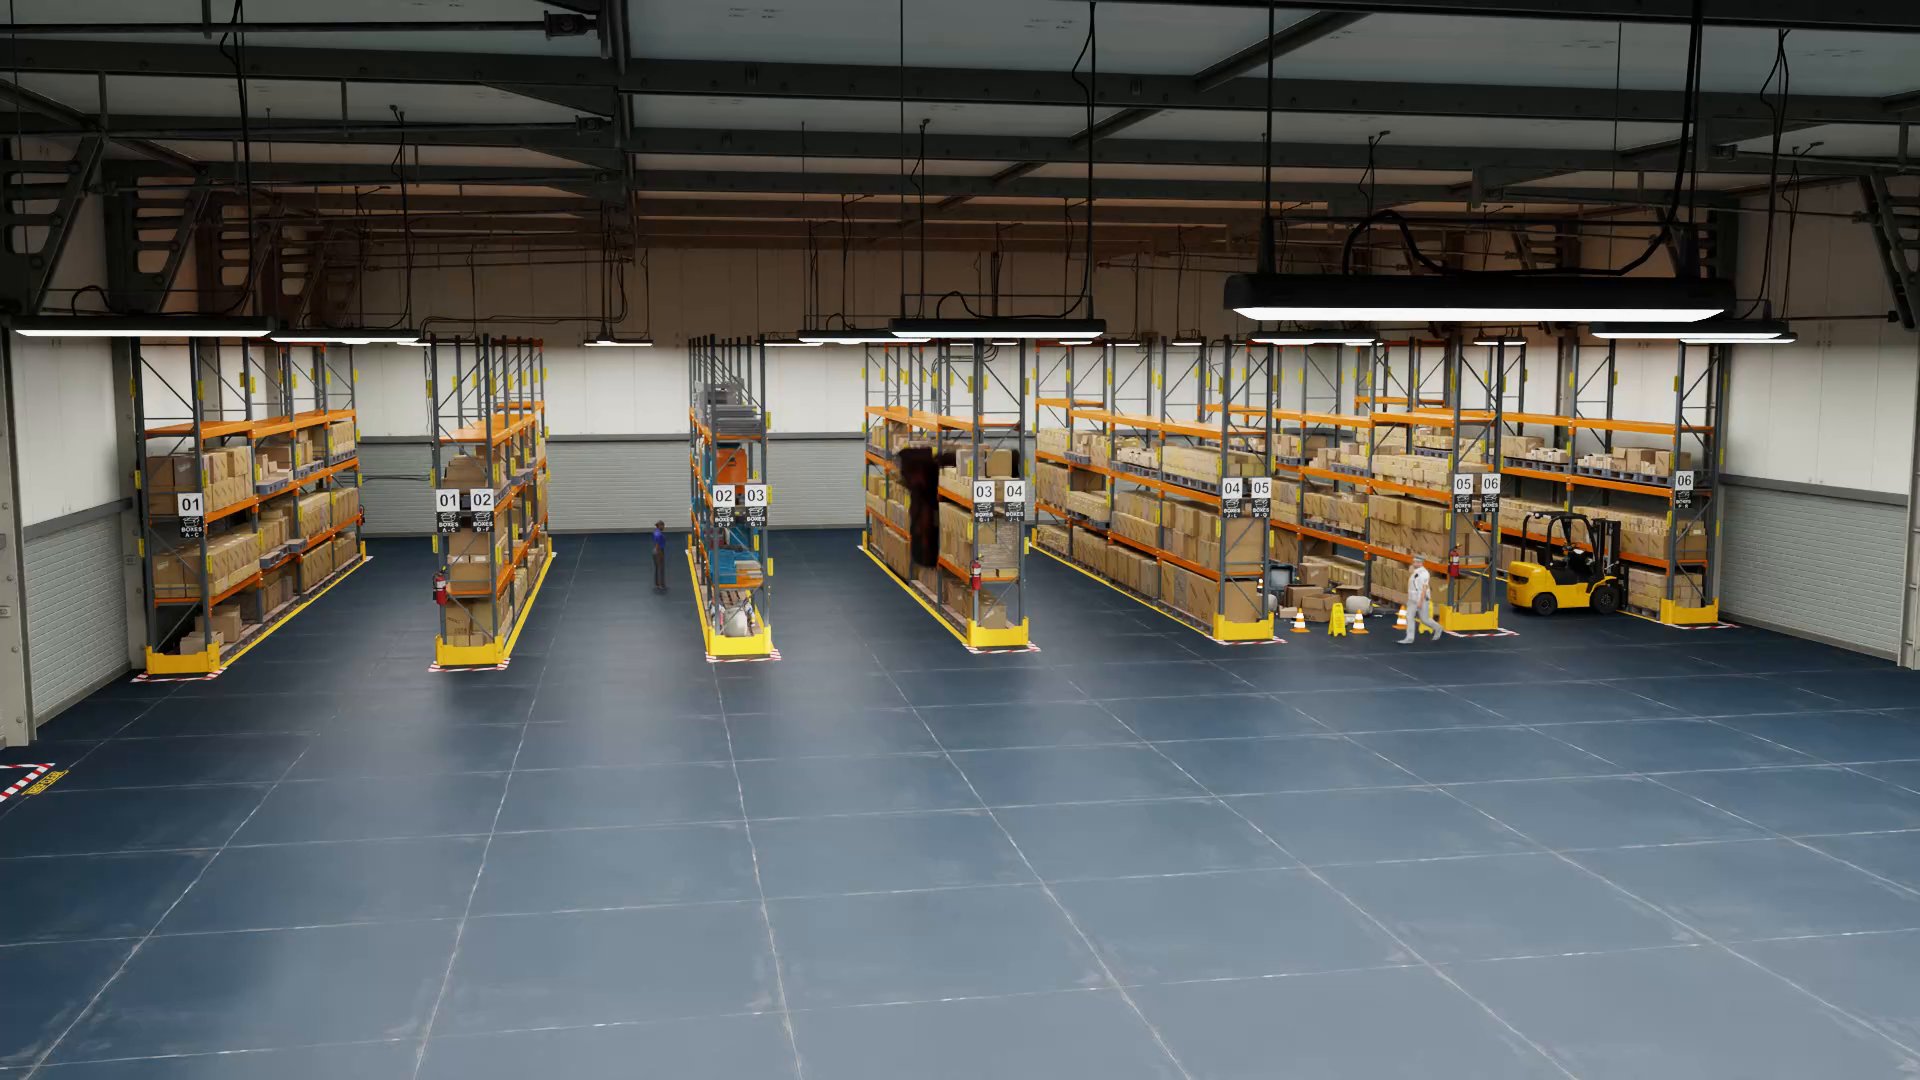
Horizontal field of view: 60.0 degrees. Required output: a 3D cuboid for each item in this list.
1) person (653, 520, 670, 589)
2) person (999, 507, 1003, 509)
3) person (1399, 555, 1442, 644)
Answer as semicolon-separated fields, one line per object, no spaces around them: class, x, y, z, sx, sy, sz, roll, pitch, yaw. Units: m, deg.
person;-7.149;0.344;39.789;0.387;1.655;0.561;-2;7;-14
person;0.997;-0.076;41.039;0.500;1.624;0.968;-1;7;-12
person;9.003;1.148;32.412;0.863;1.741;0.505;-4;8;-33
